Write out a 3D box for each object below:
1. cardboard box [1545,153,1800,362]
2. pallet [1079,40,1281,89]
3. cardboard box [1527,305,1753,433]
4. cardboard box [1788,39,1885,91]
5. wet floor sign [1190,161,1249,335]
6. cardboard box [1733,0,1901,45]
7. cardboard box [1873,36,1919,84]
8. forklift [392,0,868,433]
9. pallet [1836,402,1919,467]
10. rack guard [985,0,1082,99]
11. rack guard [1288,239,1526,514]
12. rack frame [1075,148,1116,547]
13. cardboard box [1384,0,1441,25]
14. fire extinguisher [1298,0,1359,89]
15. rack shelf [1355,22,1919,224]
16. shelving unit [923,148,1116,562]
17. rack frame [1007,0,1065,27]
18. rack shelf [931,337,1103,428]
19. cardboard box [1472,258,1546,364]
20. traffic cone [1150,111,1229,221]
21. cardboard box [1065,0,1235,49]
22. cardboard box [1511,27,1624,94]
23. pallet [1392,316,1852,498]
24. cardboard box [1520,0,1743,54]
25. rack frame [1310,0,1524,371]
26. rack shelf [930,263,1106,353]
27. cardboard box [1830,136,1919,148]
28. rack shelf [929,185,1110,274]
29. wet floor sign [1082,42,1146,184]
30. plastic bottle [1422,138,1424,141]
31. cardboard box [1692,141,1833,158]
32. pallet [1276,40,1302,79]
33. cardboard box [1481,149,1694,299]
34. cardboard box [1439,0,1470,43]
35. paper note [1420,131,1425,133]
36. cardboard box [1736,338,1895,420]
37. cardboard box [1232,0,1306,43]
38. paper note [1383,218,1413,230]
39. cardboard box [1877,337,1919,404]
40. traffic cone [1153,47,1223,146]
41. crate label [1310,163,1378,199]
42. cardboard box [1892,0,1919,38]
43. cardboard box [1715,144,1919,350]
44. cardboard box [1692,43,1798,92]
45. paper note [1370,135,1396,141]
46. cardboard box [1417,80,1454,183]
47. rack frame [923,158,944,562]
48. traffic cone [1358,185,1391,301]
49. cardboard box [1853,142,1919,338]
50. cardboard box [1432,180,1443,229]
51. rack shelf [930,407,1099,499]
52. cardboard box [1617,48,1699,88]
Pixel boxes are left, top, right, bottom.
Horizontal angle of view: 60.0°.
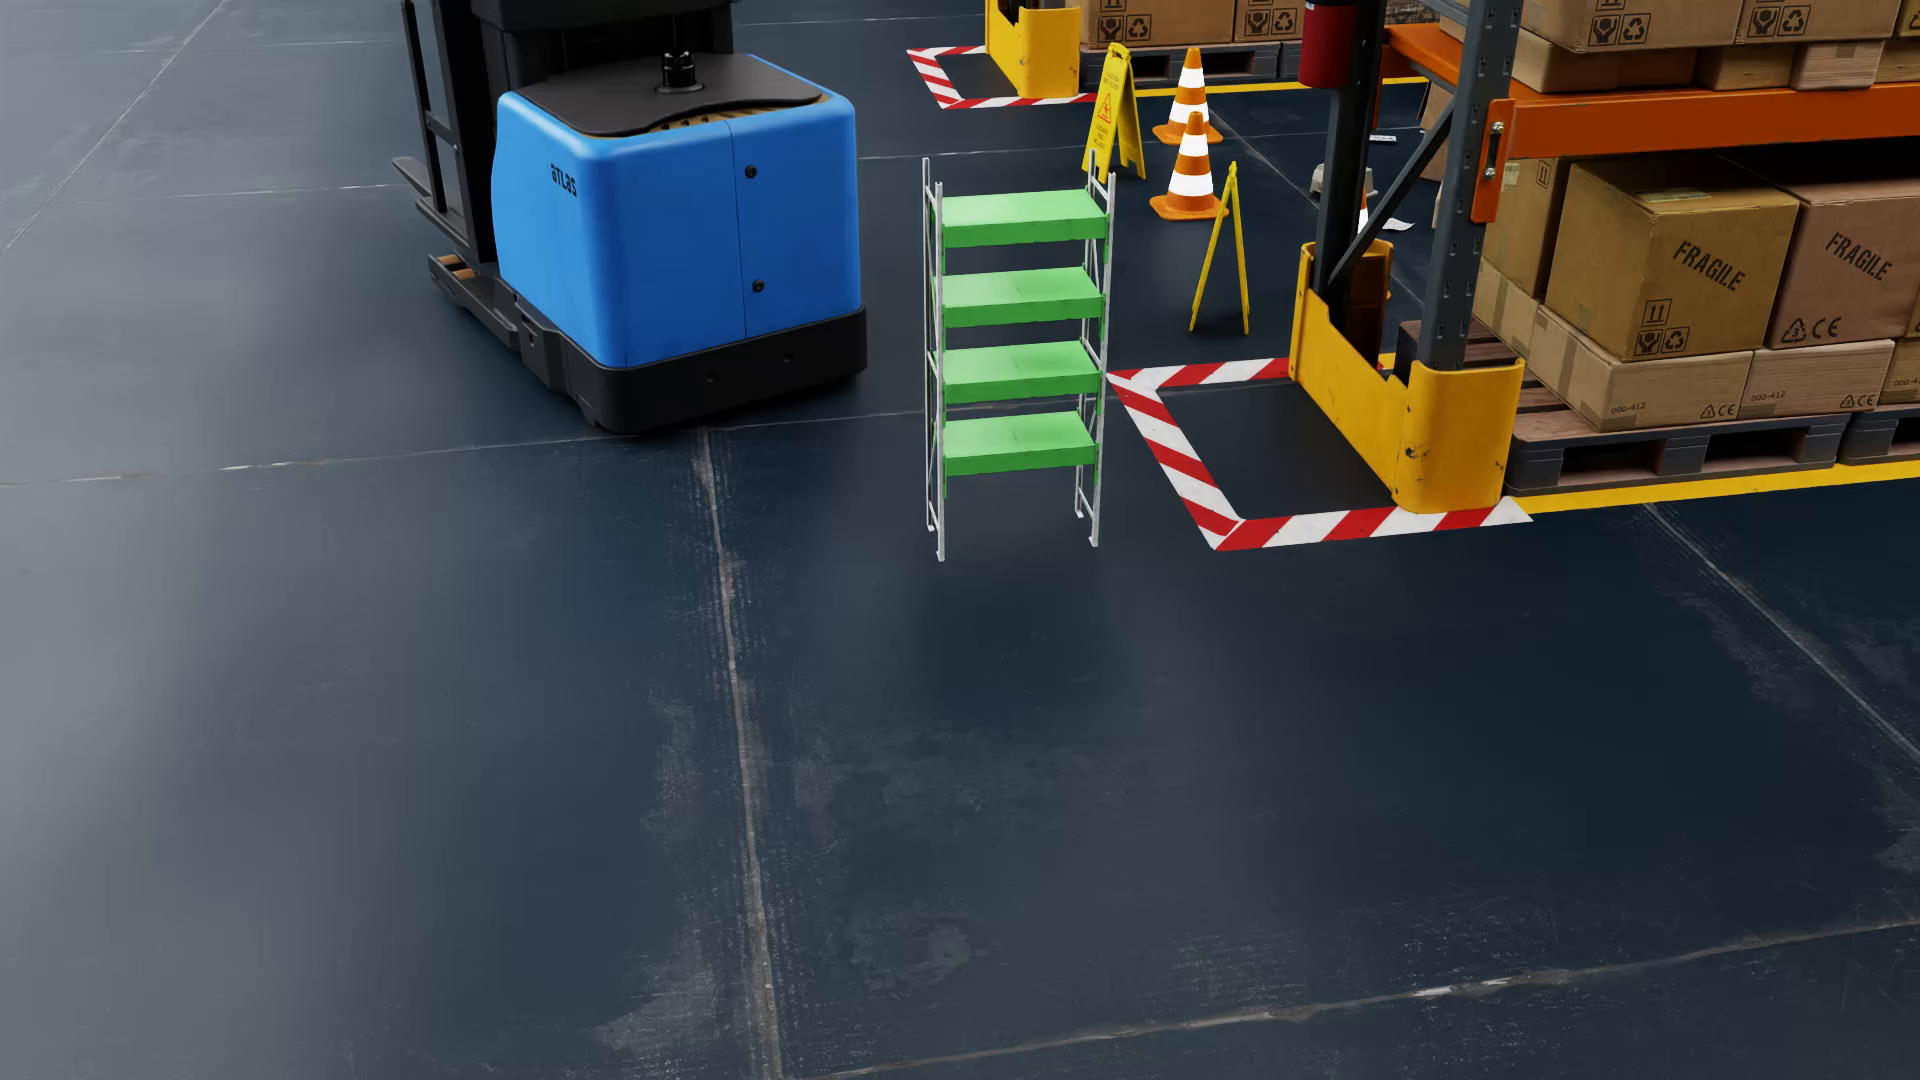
[{"bbox_3d":[2.304,-0.929,5.428,0.500,0.500,0.500,-6,31,-11],"label":"cardboard box"},{"bbox_3d":[1.219,-3.040,10.212,1.213,0.211,1.003,-5,31,-9],"label":"pallet"},{"bbox_3d":[2.281,-0.603,5.614,0.500,0.250,0.500,-6,31,-9],"label":"cardboard box"},{"bbox_3d":[2.588,-1.505,5.098,0.250,0.149,0.380,-5,31,-8],"label":"cardboard box"},{"bbox_3d":[1.058,-1.173,6.608,0.232,0.644,0.267,5,31,8],"label":"wet floor sign"},{"bbox_3d":[2.462,-1.796,4.954,0.500,0.500,0.500,-4,31,-7],"label":"cardboard box"},{"bbox_3d":[2.836,-1.545,5.167,0.250,0.149,0.380,-5,31,-8],"label":"cardboard box"},{"bbox_3d":[-1.577,-2.335,6.330,1.130,2.935,3.031,-19,35,-28],"label":"forklift"},{"bbox_3d":[3.515,-0.642,6.134,1.213,0.211,1.003,-5,31,-9],"label":"pallet"},{"bbox_3d":[0.423,-3.050,9.944,0.348,0.500,1.175,-5,31,-9],"label":"rack guard"},{"bbox_3d":[1.512,-0.601,5.778,0.348,0.500,1.175,-5,31,-9],"label":"rack guard"},{"bbox_3d":[0.403,-0.555,5.009,0.015,1.200,0.240,-5,31,-9],"label":"rack frame"},{"bbox_3d":[2.864,-3.654,10.186,0.875,0.875,0.875,-5,31,-9],"label":"cardboard box"},{"bbox_3d":[1.242,-1.857,5.526,0.183,0.674,0.296,-5,31,-9],"label":"fire extinguisher"},{"bbox_3d":[3.405,-1.544,5.626,4.000,0.370,1.077,-5,31,-9],"label":"rack shelf"},{"bbox_3d":[0.163,-0.532,4.972,0.503,1.200,0.258,-5,31,-9],"label":"shelving unit"},{"bbox_3d":[0.446,-4.130,9.315,0.127,3.000,1.000,-5,31,-9],"label":"rack frame"},{"bbox_3d":[0.163,-0.477,5.004,0.480,0.148,0.258,-5,31,-9],"label":"rack shelf"},{"bbox_3d":[2.208,-0.877,6.081,0.500,0.250,0.500,-5,31,-9],"label":"cardboard box"},{"bbox_3d":[1.094,-1.783,7.825,0.334,0.463,0.336,-5,31,-9],"label":"traffic cone"},{"bbox_3d":[1.102,-3.490,9.908,0.875,0.875,0.875,-5,31,-9],"label":"cardboard box"},{"bbox_3d":[1.809,-1.491,5.074,0.250,0.149,0.380,-5,31,-9],"label":"cardboard box"},{"bbox_3d":[2.318,-0.533,5.948,1.213,0.211,1.003,-5,31,-9],"label":"pallet"},{"bbox_3d":[1.953,-1.748,4.871,0.500,0.500,0.500,-6,31,-10],"label":"cardboard box"},{"bbox_3d":[1.437,-1.671,5.133,0.127,3.000,1.000,-5,31,-9],"label":"rack frame"},{"bbox_3d":[0.163,-0.684,4.882,0.480,0.148,0.258,-5,31,-9],"label":"rack shelf"},{"bbox_3d":[3.189,-1.285,6.035,0.500,0.500,0.500,-6,31,-10],"label":"cardboard box"},{"bbox_3d":[0.163,-0.891,4.761,0.480,0.148,0.258,-5,31,-9],"label":"rack shelf"},{"bbox_3d":[0.775,-2.125,8.228,0.232,0.644,0.267,-11,32,-17],"label":"wet floor sign"},{"bbox_3d":[2.586,-2.103,8.766,0.283,0.061,0.133,-17,34,-26],"label":"plastic bottle"},{"bbox_3d":[2.691,-1.243,5.963,0.500,0.500,0.500,-4,31,-7],"label":"cardboard box"},{"bbox_3d":[2.416,-3.150,10.398,1.213,0.211,1.003,-5,31,-9],"label":"pallet"},{"bbox_3d":[2.178,-1.193,5.879,0.500,0.500,0.500,-5,31,-9],"label":"cardboard box"},{"bbox_3d":[1.767,-1.704,5.436,0.250,0.149,0.380,-4,31,-7],"label":"cardboard box"},{"bbox_3d":[2.549,-2.202,8.984,0.123,0.001,0.032,10,32,17],"label":"paper note"},{"bbox_3d":[2.784,-0.646,5.687,0.500,0.250,0.500,-4,31,-7],"label":"cardboard box"},{"bbox_3d":[1.967,-3.571,10.046,0.875,0.875,0.875,-6,31,-10],"label":"cardboard box"},{"bbox_3d":[2.009,-1.470,7.720,0.142,0.019,0.148,-17,34,-26],"label":"paper note"},{"bbox_3d":[3.319,-0.702,5.783,0.500,0.250,0.500,-3,31,-6],"label":"cardboard box"},{"bbox_3d":[1.225,-2.377,8.836,0.334,0.463,0.336,-5,31,-9],"label":"traffic cone"},{"bbox_3d":[1.856,-1.745,8.082,0.298,0.136,0.250,-23,38,-34],"label":"crate label"},{"bbox_3d":[2.963,-1.844,5.034,0.500,0.500,0.500,-6,31,-10],"label":"cardboard box"},{"bbox_3d":[2.817,-0.978,5.513,0.500,0.500,0.500,-6,31,-11],"label":"cardboard box"},{"bbox_3d":[2.330,-1.505,5.098,0.250,0.149,0.380,-6,31,-11],"label":"cardboard box"},{"bbox_3d":[2.254,-2.142,8.865,0.142,0.017,0.144,5,31,8],"label":"paper note"},{"bbox_3d":[2.709,-2.018,8.185,0.797,0.503,0.637,23,37,33],"label":"cardboard box"},{"bbox_3d":[-0.077,-0.510,4.934,0.015,1.200,0.240,-5,31,-9],"label":"rack frame"},{"bbox_3d":[1.628,-1.260,6.937,0.334,0.463,0.336,-5,31,-9],"label":"traffic cone"},{"bbox_3d":[3.312,-1.020,5.584,0.500,0.500,0.500,-5,31,-8],"label":"cardboard box"},{"bbox_3d":[2.362,-1.569,7.772,0.250,0.149,0.380,10,32,17],"label":"cardboard box"},{"bbox_3d":[0.163,-0.270,5.126,0.480,0.148,0.258,-5,31,-9],"label":"rack shelf"},{"bbox_3d":[2.055,-1.521,5.125,0.250,0.149,0.380,-5,31,-8],"label":"cardboard box"}]
